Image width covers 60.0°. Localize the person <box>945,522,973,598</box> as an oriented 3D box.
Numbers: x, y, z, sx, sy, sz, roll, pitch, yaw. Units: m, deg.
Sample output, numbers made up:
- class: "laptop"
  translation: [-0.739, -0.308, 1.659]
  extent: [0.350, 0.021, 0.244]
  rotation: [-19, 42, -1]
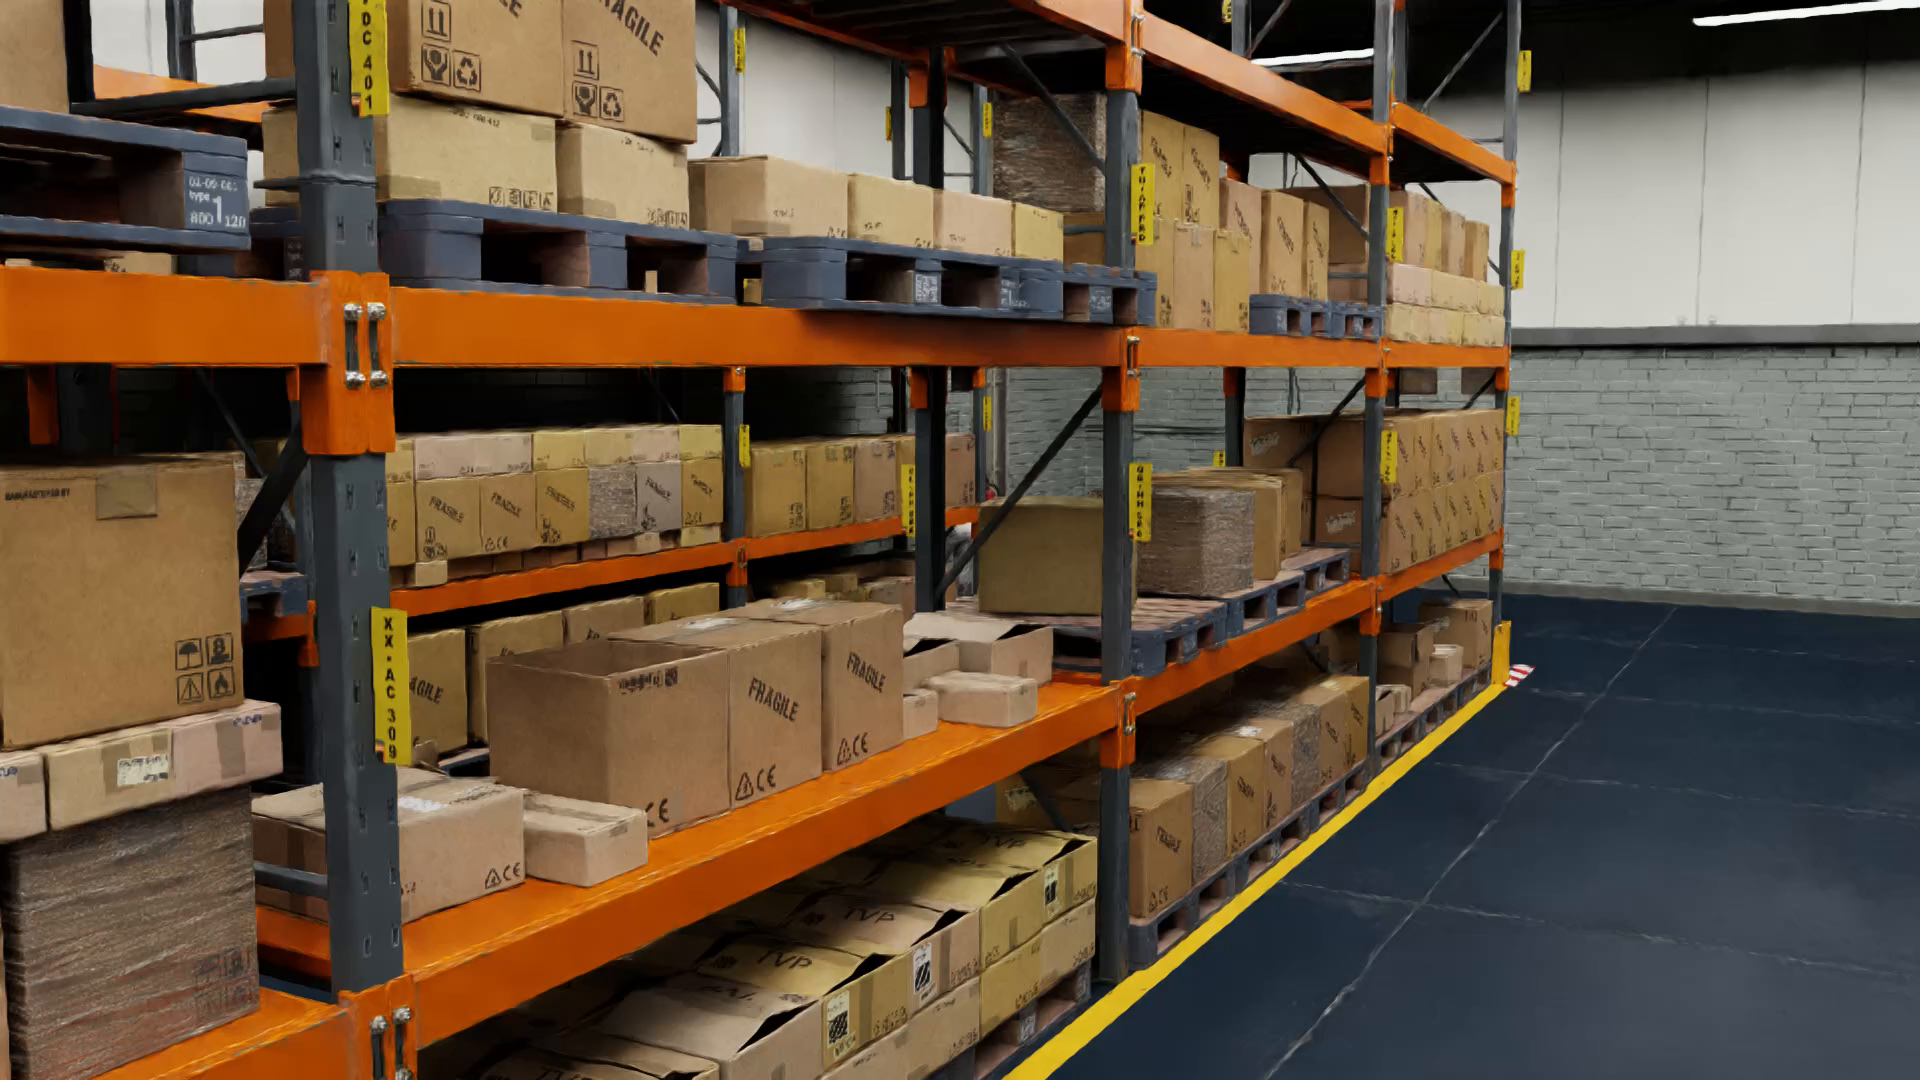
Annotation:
- class: "person"
  translation: [-0.019, -0.078, 17.758]
  extent: [0.649, 1.756, 0.438]
  rotation: [-4, 7, -34]
